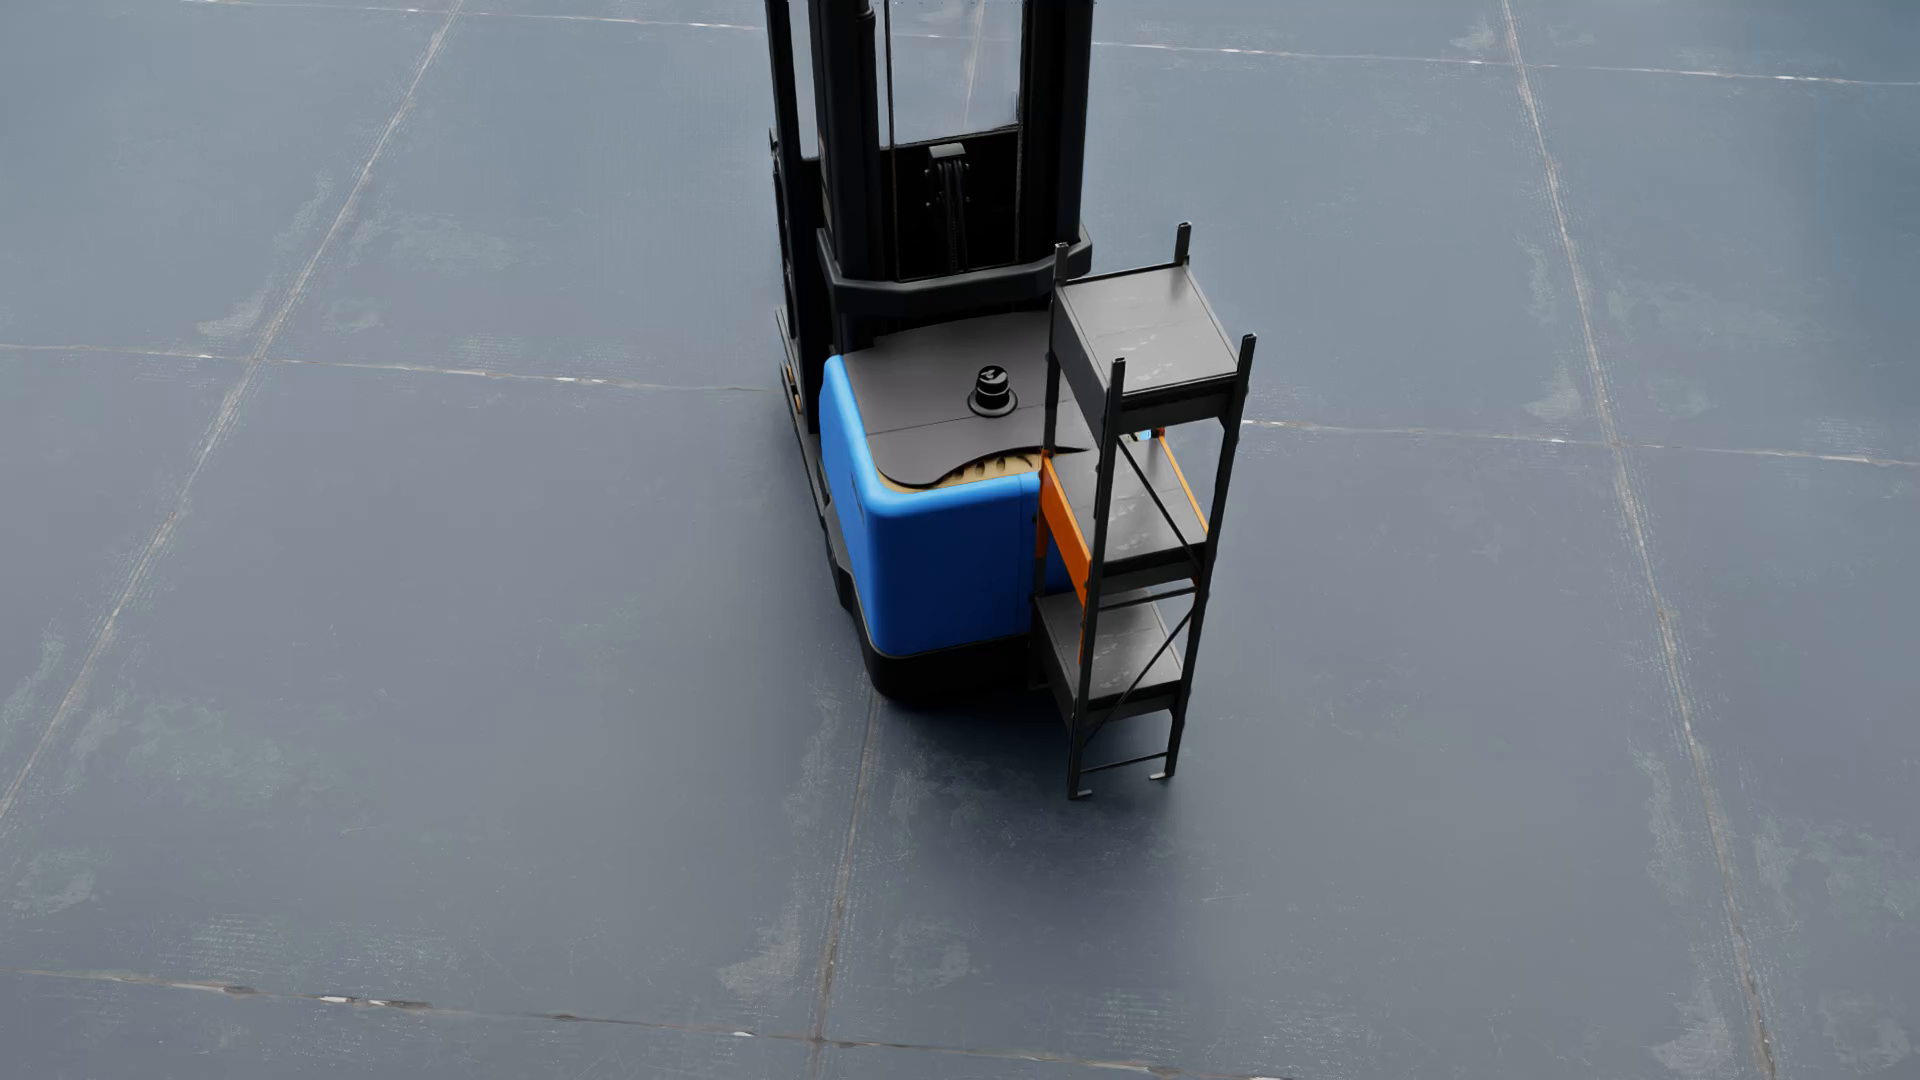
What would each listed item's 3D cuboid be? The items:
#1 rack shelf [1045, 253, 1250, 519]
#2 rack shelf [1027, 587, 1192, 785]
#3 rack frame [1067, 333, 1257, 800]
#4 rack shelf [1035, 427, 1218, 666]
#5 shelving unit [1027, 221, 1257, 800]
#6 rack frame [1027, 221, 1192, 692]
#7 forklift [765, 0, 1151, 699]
[{"bbox_3d":[0.523,-0.443,4.794,0.431,0.518,0.480,-11,50,-10],"label":"rack shelf"},{"bbox_3d":[0.513,0.480,5.847,0.431,0.518,0.480,-11,50,-10],"label":"rack shelf"},{"bbox_3d":[0.583,0.187,5.156,0.400,2.100,0.015,-11,50,-10],"label":"rack frame"},{"bbox_3d":[0.518,0.019,5.321,0.431,0.518,0.480,-11,50,-10],"label":"rack shelf"},{"bbox_3d":[0.518,0.010,5.310,0.431,2.100,0.503,-11,50,-10],"label":"shelving unit"},{"bbox_3d":[0.454,-0.168,5.465,0.400,2.100,0.015,-11,50,-10],"label":"rack frame"},{"bbox_3d":[-0.160,-1.516,6.150,1.130,2.935,3.031,-10,48,-9],"label":"forklift"}]
